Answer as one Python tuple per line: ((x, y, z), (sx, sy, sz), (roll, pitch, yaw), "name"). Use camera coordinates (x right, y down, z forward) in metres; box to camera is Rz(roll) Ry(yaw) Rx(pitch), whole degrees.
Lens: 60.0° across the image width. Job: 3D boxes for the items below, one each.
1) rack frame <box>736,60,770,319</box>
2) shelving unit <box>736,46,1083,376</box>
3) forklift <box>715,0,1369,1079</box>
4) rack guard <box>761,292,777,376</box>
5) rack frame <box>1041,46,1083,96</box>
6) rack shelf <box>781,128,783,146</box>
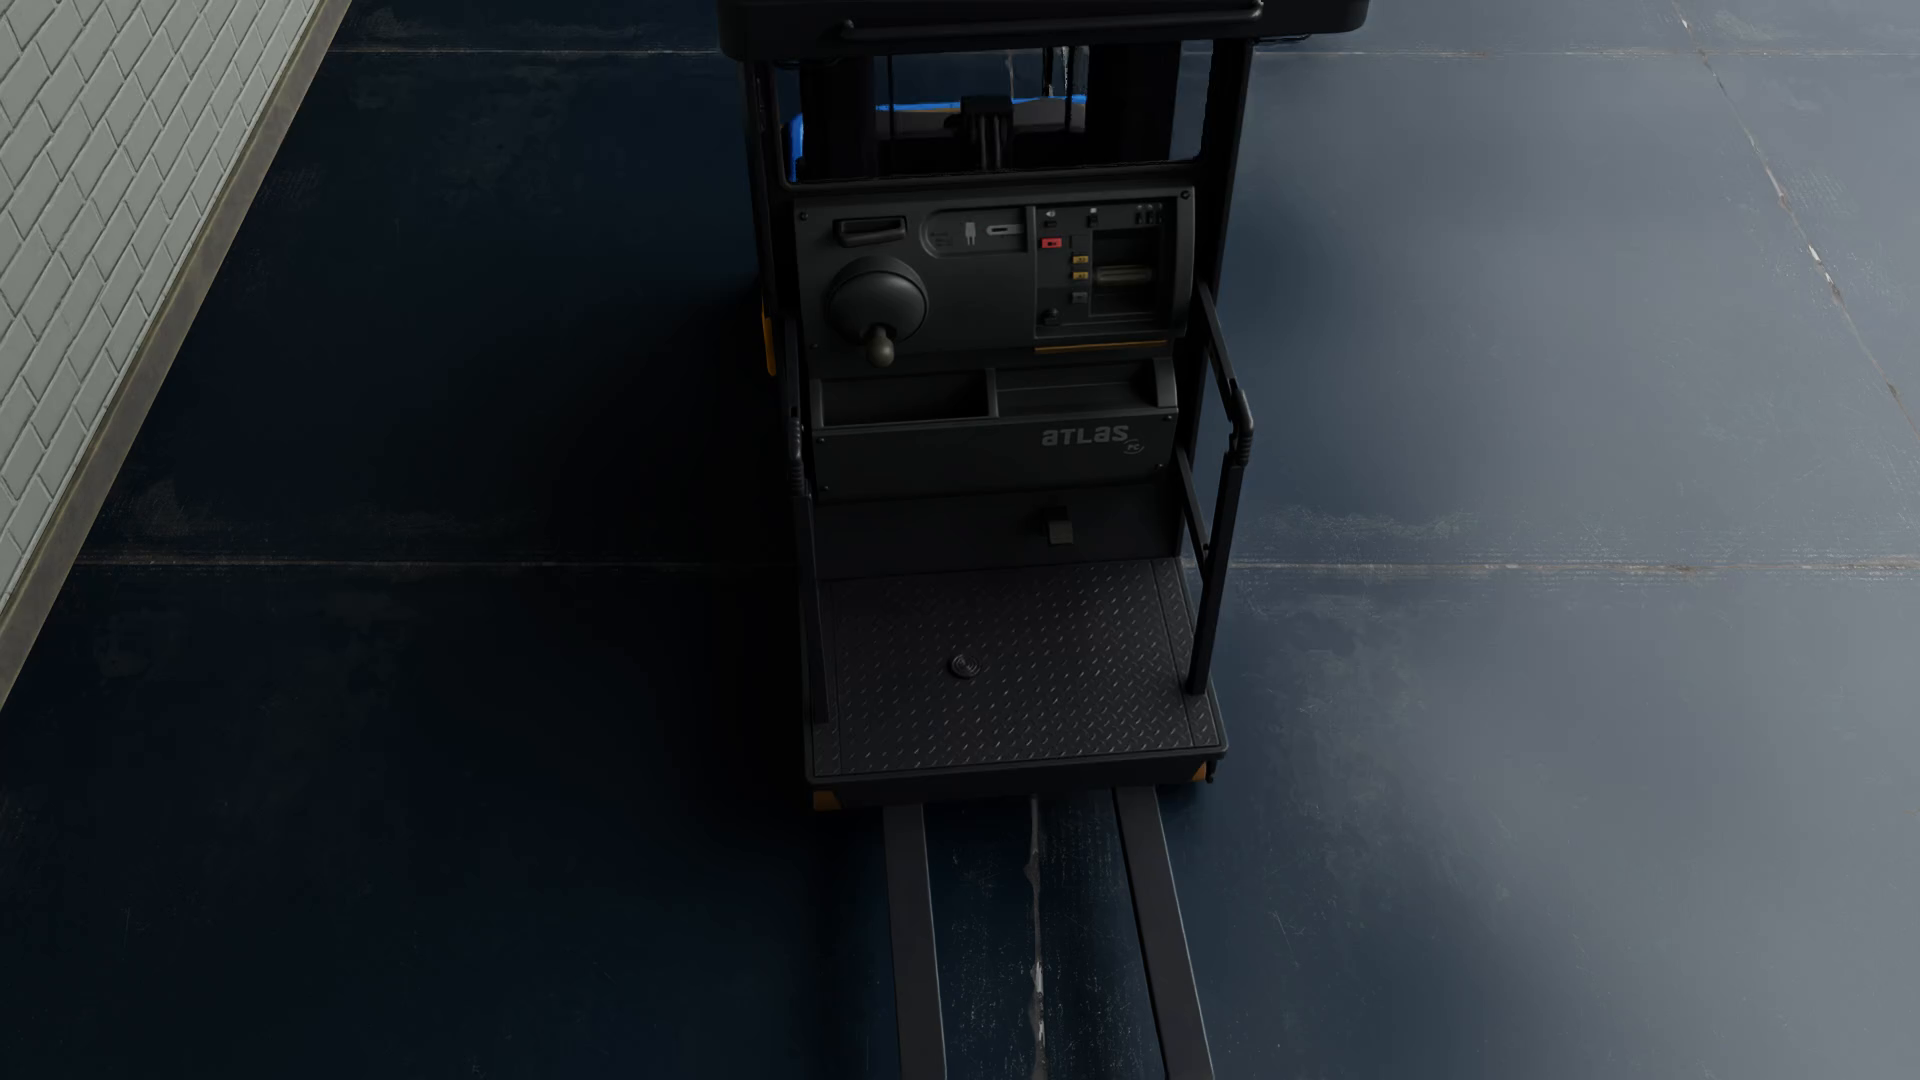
((-0.681, -1.295, 5.430), (0.032, 1.500, 0.500), (-6, 47, -5), "rack frame")
((-0.168, -1.344, 5.477), (1.083, 1.500, 0.587), (-6, 47, -5), "shelving unit")
((14.821, 2.938, 0.513), (29.544, 2.935, 15.203), (-4, 47, -4), "forklift")
((-0.662, -0.871, 5.890), (0.087, 0.250, 0.587), (-6, 47, -5), "rack guard")
((0.327, -1.392, 5.521), (0.032, 1.500, 0.500), (-6, 47, -5), "rack frame")
((-0.177, -1.266, 5.559), (0.952, 0.026, 0.459), (-6, 47, -5), "rack shelf")
